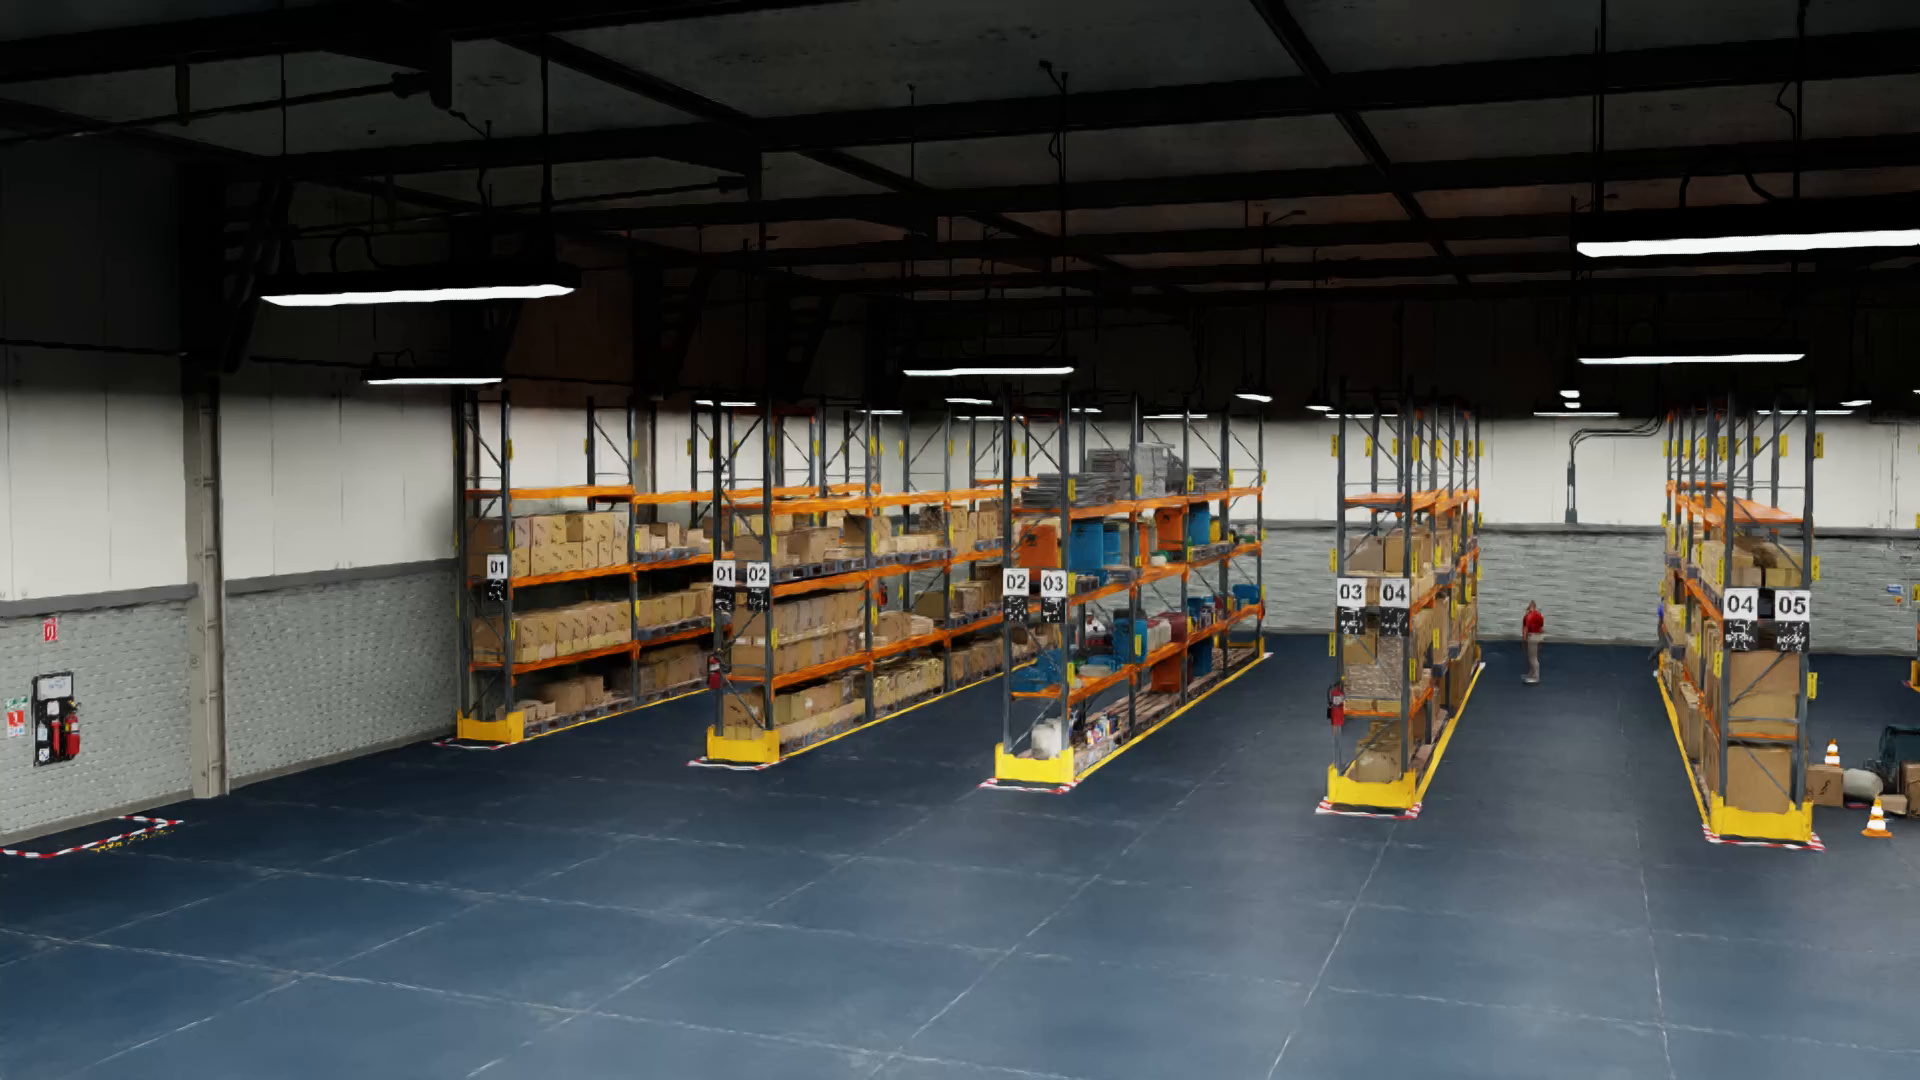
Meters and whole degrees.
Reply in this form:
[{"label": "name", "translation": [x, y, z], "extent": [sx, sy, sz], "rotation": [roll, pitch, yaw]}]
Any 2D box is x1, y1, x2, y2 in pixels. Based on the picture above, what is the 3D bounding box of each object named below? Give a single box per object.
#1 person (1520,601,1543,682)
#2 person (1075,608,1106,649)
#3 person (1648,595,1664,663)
[{"label": "person", "translation": [12.244, 2.161, 35.682], "extent": [0.645, 1.723, 0.574], "rotation": [-3, 4, -41]}, {"label": "person", "translation": [2.717, 2.245, 34.605], "extent": [0.682, 1.715, 0.542], "rotation": [1, 3, 18]}, {"label": "person", "translation": [16.202, 2.051, 38.445], "extent": [0.628, 1.651, 0.442], "rotation": [-3, 4, -41]}]
